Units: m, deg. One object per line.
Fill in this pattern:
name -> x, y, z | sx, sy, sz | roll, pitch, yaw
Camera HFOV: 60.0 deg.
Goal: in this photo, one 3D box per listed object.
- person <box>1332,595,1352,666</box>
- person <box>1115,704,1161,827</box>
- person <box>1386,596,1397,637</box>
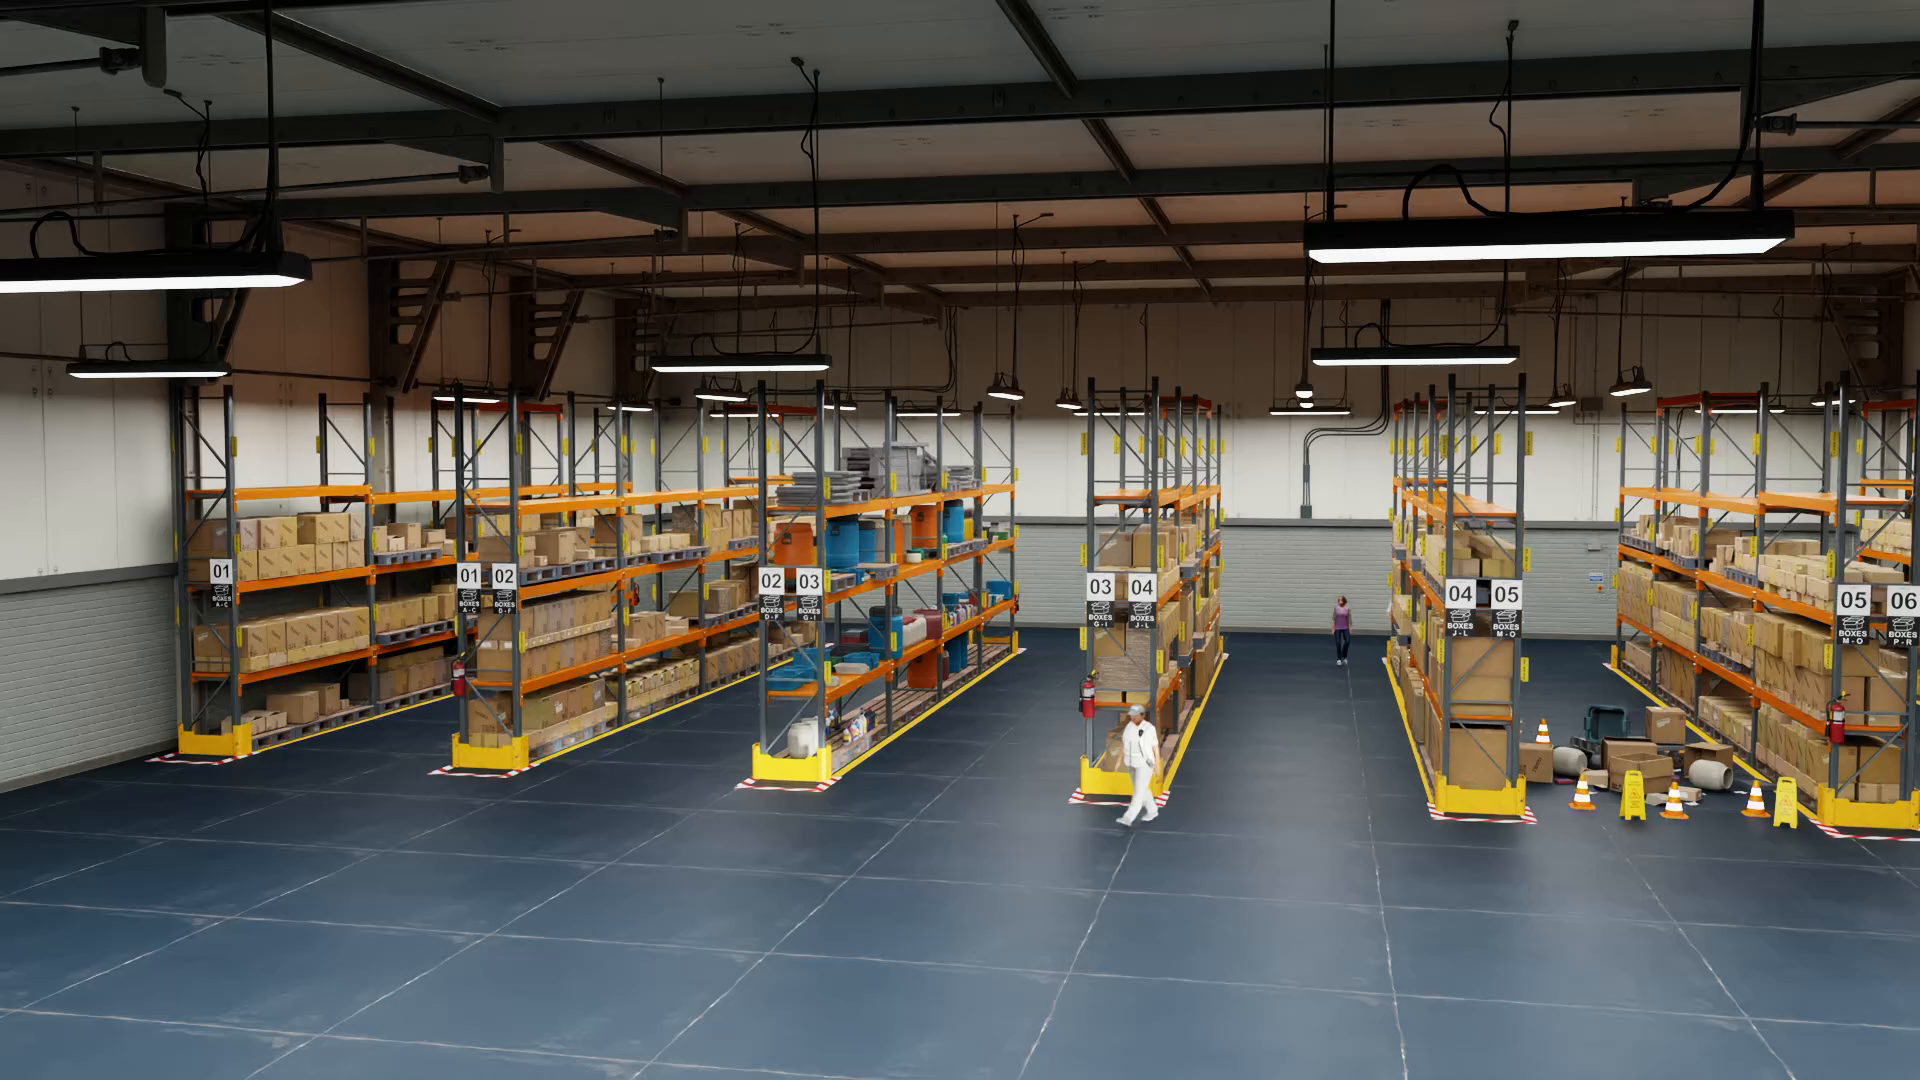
person -> 8.737, 2.070, 38.018 | 0.453, 1.615, 0.459 | 1, 3, 11
person -> 2.303, 2.957, 21.900 | 1.060, 1.602, 0.502 | -3, 4, -40
person -> 10.934, 1.816, 41.207 | 0.627, 1.716, 1.207 | 3, 4, 43
